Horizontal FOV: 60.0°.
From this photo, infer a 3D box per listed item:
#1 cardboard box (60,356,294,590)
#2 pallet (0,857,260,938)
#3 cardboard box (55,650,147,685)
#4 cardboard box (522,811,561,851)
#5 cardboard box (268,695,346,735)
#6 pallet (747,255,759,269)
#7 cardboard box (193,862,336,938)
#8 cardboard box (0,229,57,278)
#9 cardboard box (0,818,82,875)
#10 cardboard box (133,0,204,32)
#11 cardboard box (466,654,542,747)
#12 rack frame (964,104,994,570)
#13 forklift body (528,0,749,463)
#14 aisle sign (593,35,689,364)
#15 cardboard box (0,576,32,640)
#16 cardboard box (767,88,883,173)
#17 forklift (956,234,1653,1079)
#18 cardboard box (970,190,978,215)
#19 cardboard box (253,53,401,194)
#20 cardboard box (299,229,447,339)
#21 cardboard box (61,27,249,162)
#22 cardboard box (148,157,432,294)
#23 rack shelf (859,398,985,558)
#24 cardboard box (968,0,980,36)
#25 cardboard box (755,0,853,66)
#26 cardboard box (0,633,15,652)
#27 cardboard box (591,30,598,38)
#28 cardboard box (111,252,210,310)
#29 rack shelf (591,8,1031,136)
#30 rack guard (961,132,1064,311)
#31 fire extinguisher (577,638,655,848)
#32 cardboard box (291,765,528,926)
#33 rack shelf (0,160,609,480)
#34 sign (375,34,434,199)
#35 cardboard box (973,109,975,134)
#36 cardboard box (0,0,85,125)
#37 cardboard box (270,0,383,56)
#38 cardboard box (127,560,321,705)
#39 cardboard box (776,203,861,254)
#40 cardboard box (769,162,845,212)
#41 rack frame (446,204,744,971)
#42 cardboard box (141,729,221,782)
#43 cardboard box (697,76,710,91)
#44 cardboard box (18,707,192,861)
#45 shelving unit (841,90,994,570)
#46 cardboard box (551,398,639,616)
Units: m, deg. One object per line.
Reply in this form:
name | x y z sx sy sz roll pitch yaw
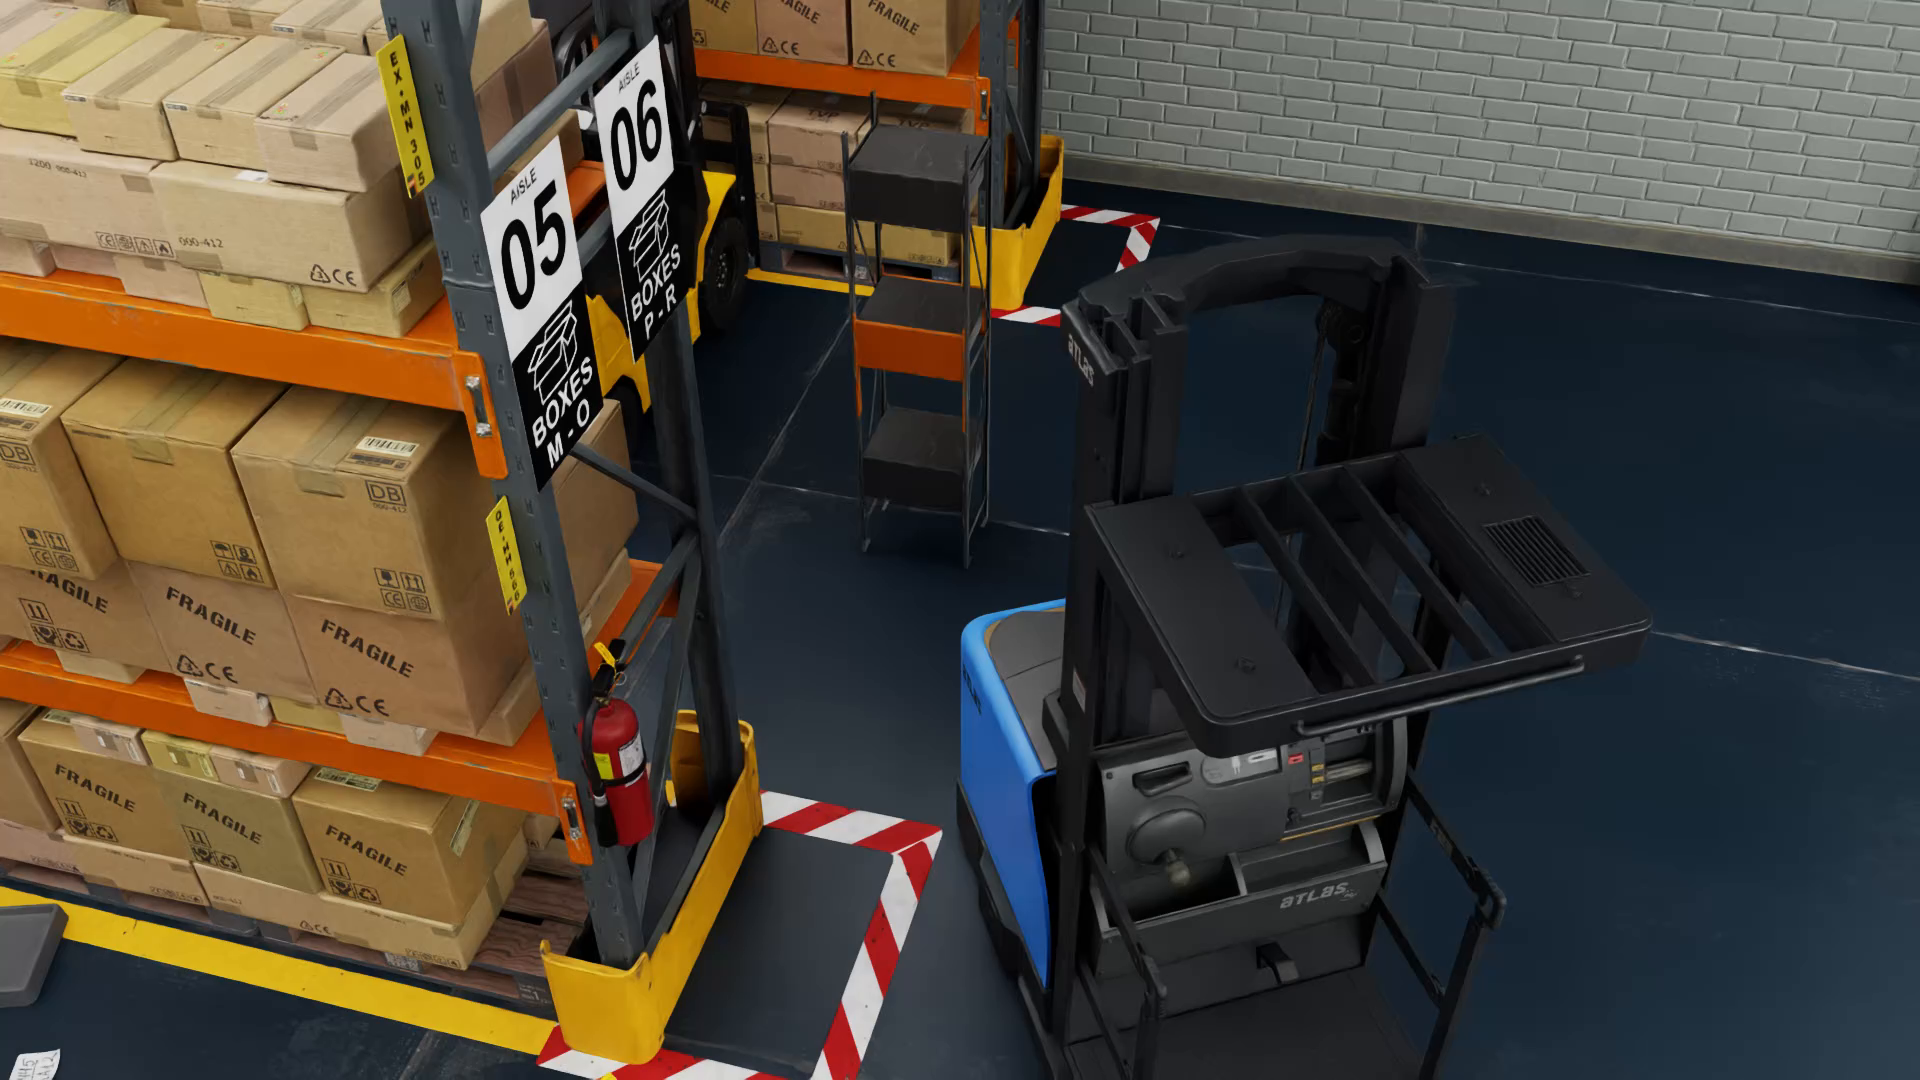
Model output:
cardboard box | -2.030 -0.308 4.722 0.500 0.500 0.700 10 41 12
pallet | -3.017 0.960 6.468 1.213 0.211 1.003 10 41 11
cardboard box | -2.663 0.263 5.324 0.250 0.149 0.380 9 41 11
cardboard box | -1.701 0.852 6.240 0.500 0.250 0.500 9 41 11
cardboard box | -1.925 0.403 5.157 0.250 0.149 0.380 9 41 11
pallet | -1.638 -2.056 10.059 1.213 0.211 1.003 10 41 11
cardboard box | -2.342 1.099 5.945 0.500 0.250 0.500 10 41 12
cardboard box | -2.387 -0.854 4.322 0.250 0.149 0.380 9 41 11
cardboard box | -3.325 0.927 6.150 0.500 0.250 0.500 9 41 11
cardboard box | -1.980 -1.478 4.445 0.250 0.149 0.380 10 41 11
cardboard box | -1.410 0.432 5.123 0.250 0.149 0.380 11 41 13
rack frame | 0.076 -0.791 7.084 0.015 2.100 0.400 10 41 11
forklift body | -2.017 -1.676 8.097 1.214 2.155 2.313 10 41 11
aisle sign | -0.853 -0.912 4.507 0.004 0.787 0.394 10 41 11
cardboard box | -3.038 -0.073 5.220 0.500 0.500 0.500 10 41 12
cardboard box | -0.734 -2.274 9.183 0.500 0.250 0.500 10 41 12
forklift | 0.903 0.790 4.555 1.130 2.935 3.031 -11 41 -13
cardboard box | -0.137 -2.130 9.790 0.500 0.250 0.500 10 41 12
cardboard box | -1.396 -0.965 3.834 0.250 0.149 0.380 10 41 12
cardboard box | -1.410 -0.672 4.106 0.250 0.149 0.380 10 41 12
cardboard box | -1.887 -1.063 3.951 0.250 0.149 0.380 9 41 11
cardboard box | -1.557 -0.857 4.016 0.500 0.250 0.500 9 41 11
rack shelf | -0.160 -0.285 7.591 0.480 0.518 0.431 10 41 11
cardboard box | -0.120 -3.112 9.070 0.500 0.500 0.500 11 41 13
cardboard box | -0.756 -2.868 8.779 0.500 0.500 0.500 11 41 13
cardboard box | -3.152 0.191 5.410 0.250 0.149 0.380 10 41 11
cardboard box | -1.739 -3.030 8.972 0.500 0.500 0.500 10 41 12
cardboard box | -1.907 -0.759 4.209 0.250 0.149 0.380 11 41 13
rack shelf | -1.646 -2.876 9.426 4.000 0.370 1.077 10 41 11
rack guard | 0.310 -1.858 9.598 0.348 0.500 1.175 10 41 11
fire extinguisher | -1.002 0.600 4.787 0.183 0.674 0.296 10 41 11
cardboard box | -1.834 0.899 5.600 0.500 0.500 0.500 10 41 12
rack shelf | -2.925 -0.940 4.789 4.000 0.370 1.077 10 41 11
sign | -1.156 -0.881 3.470 0.005 0.325 0.100 10 41 11
cardboard box | -0.129 -2.507 9.461 0.500 0.250 0.500 9 41 11
cardboard box | -2.353 -1.182 4.093 0.250 0.149 0.380 10 41 11
cardboard box | -1.531 -1.310 4.245 0.250 0.149 0.380 10 41 11
cardboard box | -2.071 0.108 5.004 0.500 0.500 0.500 10 41 12
cardboard box | -0.727 -1.897 9.513 0.500 0.250 0.500 10 41 11
cardboard box | -0.746 -2.095 9.359 0.500 0.250 0.500 9 41 11
rack frame | -0.993 0.266 5.126 0.127 3.000 1.000 10 41 11
cardboard box | -2.448 0.588 5.466 0.250 0.149 0.380 10 41 12
cardboard box | -1.711 -2.440 9.382 0.500 0.250 0.500 9 41 11
cardboard box | -2.825 0.726 5.806 0.500 0.500 0.500 9 41 10
shelving unit | -0.160 -0.832 7.132 0.503 2.100 0.431 10 41 11
cardboard box | -1.379 -0.138 5.297 0.500 0.500 0.500 9 41 11
